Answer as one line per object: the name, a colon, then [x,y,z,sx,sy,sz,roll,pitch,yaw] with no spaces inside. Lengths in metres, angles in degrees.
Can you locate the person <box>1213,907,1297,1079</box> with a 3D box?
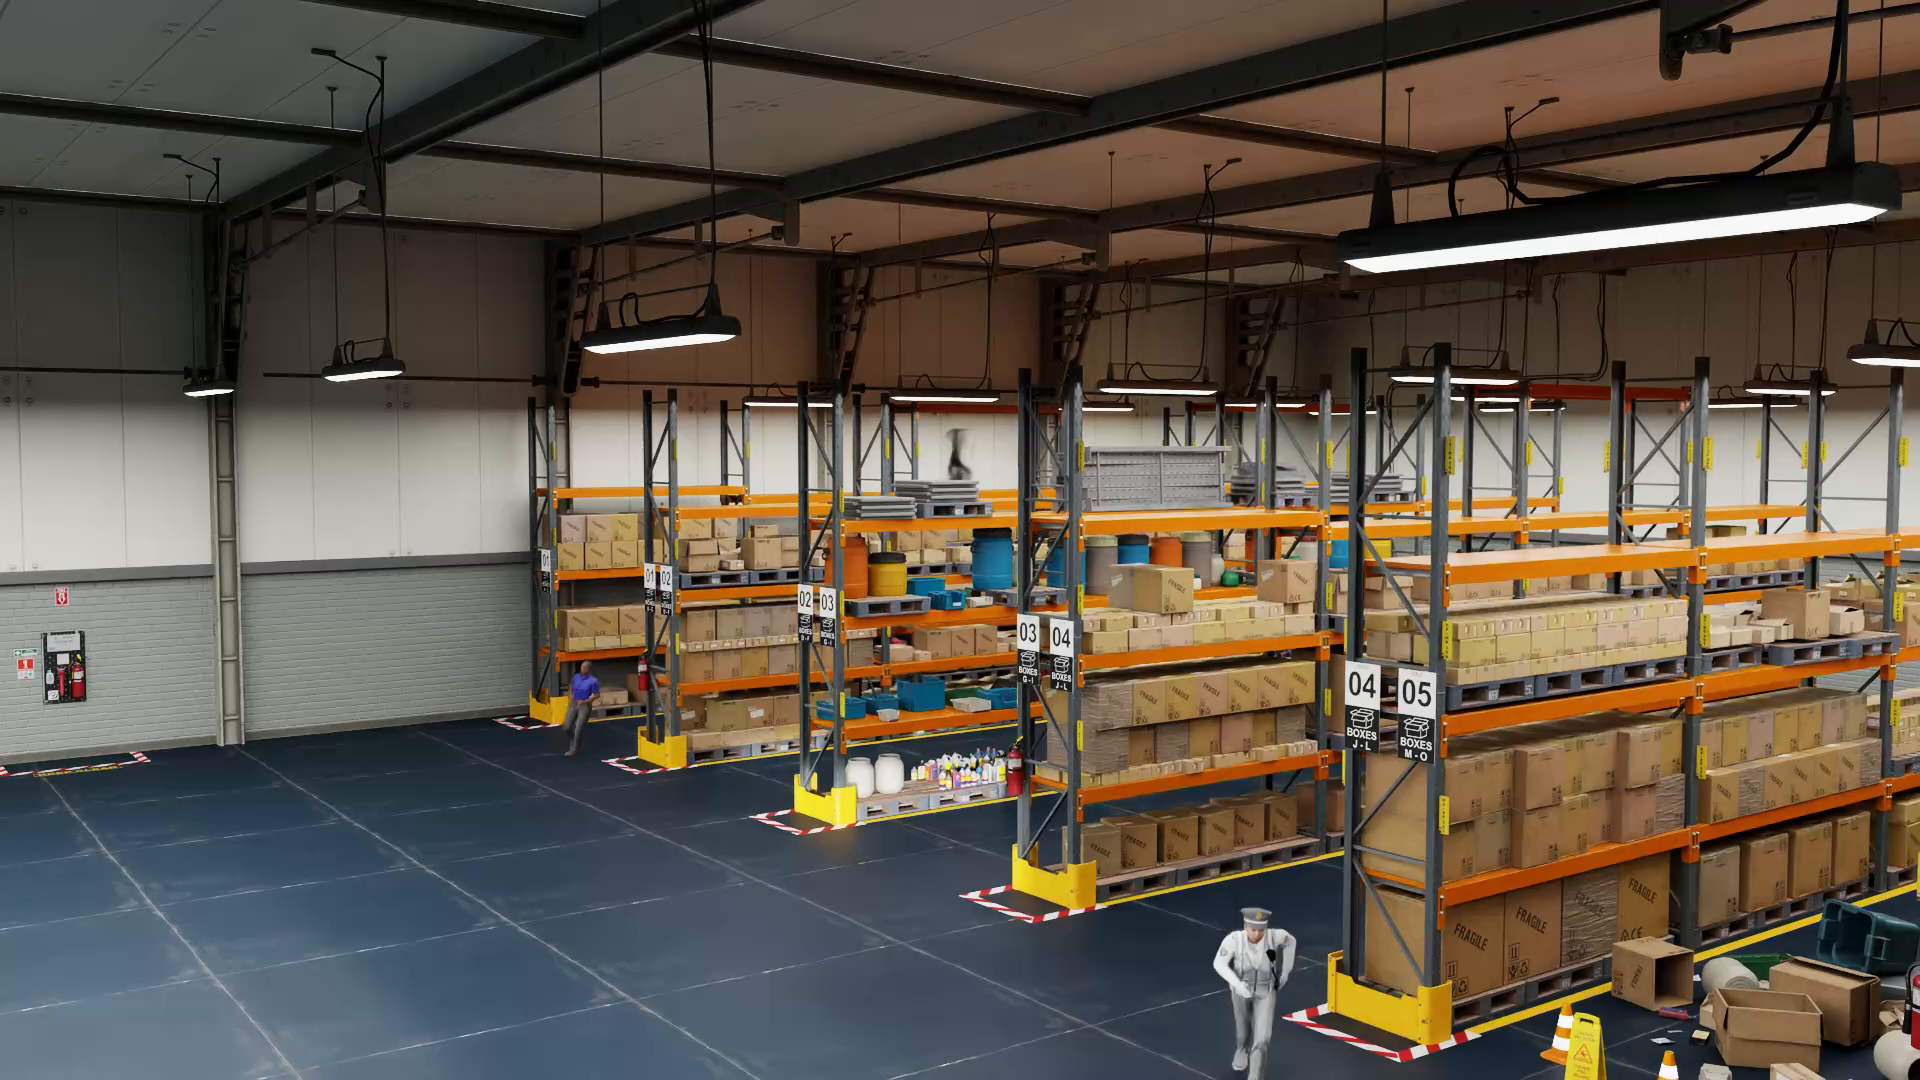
person: [2.319,3.615,13.171,0.658,1.627,0.970,0,3,3]

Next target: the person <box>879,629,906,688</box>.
person: [-1.200,2.475,31.459,1.071,1.732,0.664,-2,4,-35]

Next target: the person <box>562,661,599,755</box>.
person: [-6.239,2.765,27.306,0.656,1.587,0.508,1,4,16]
